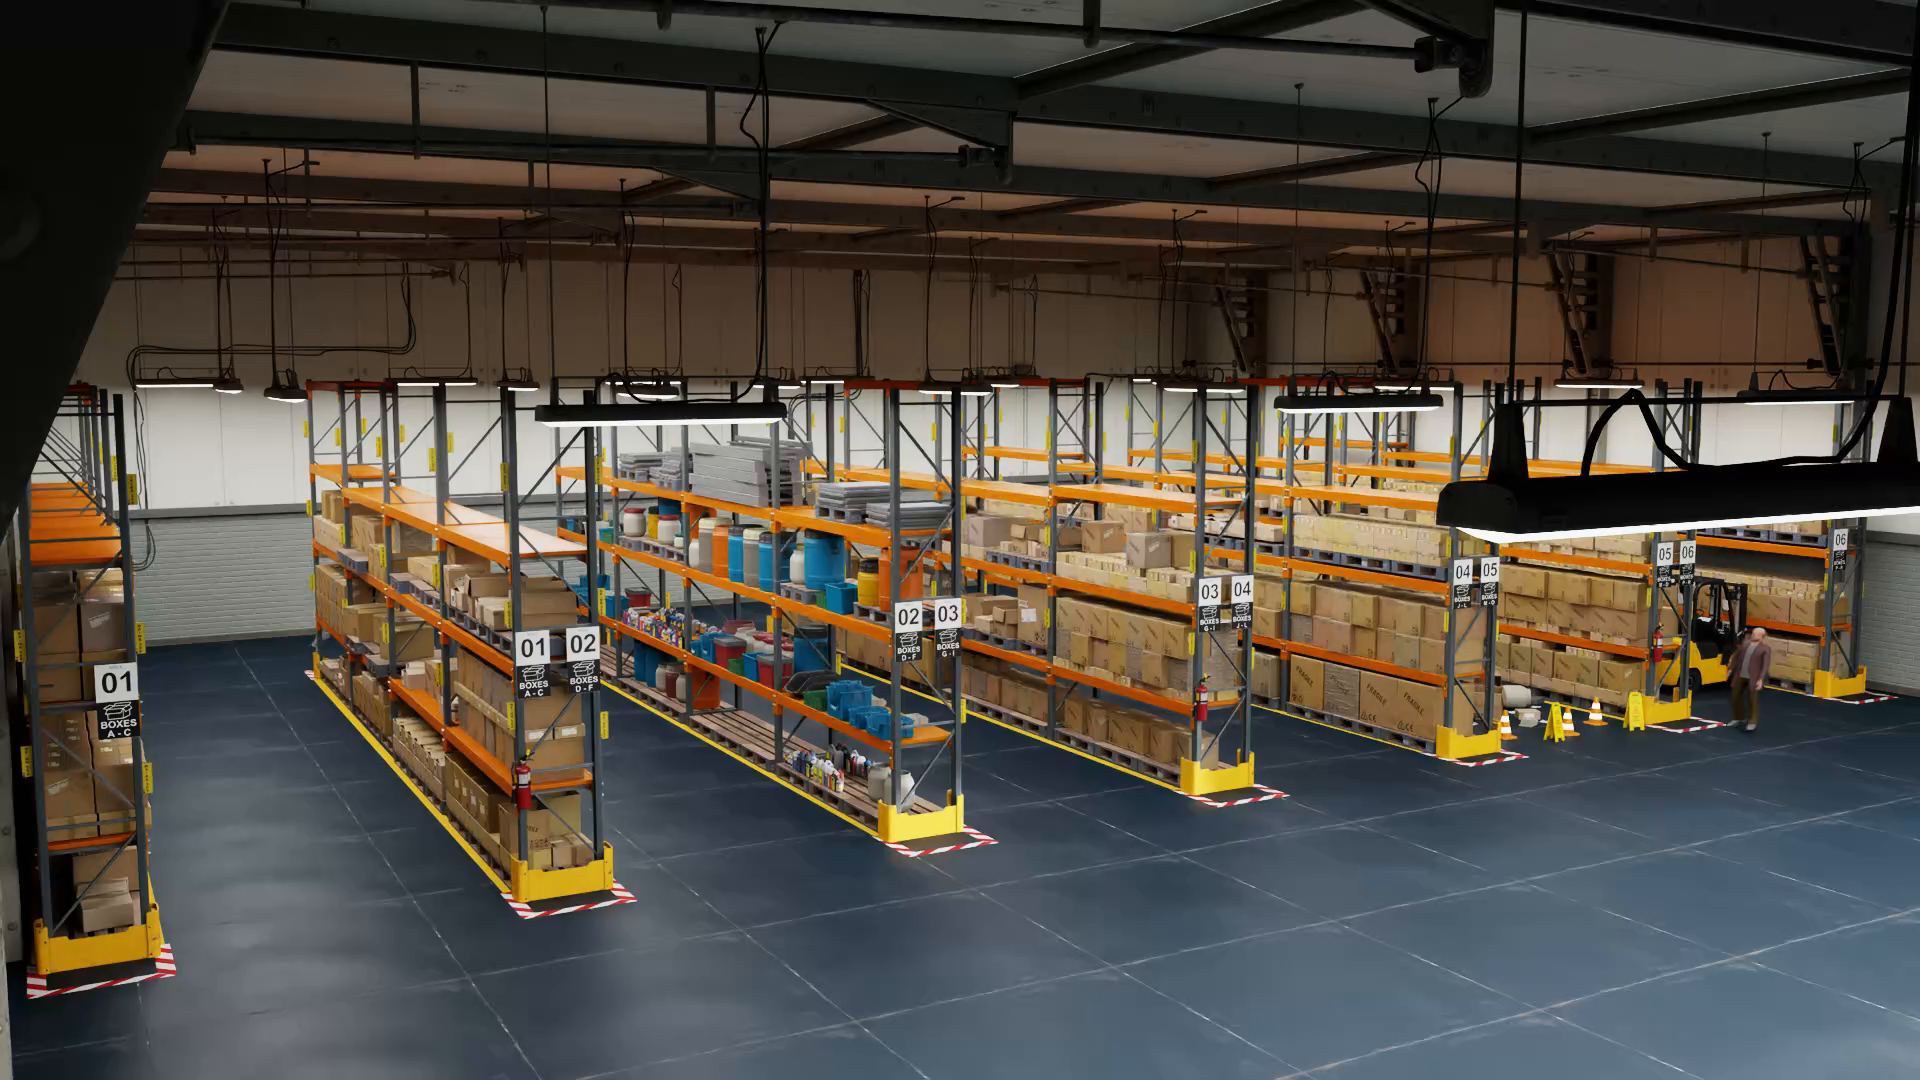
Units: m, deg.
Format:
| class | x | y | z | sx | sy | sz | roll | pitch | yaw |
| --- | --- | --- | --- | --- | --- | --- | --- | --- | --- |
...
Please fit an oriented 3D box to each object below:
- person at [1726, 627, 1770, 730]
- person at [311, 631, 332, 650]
| class | x | y | z | sx | sy | sz | roll | pitch | yaw |
| --- | --- | --- | --- | --- | --- | --- | --- | --- | --- |
| person | 13.626 | 2.402 | 28.827 | 0.473 | 1.802 | 0.691 | -5 | 8 | -42 |
| person | -13.677 | 1.632 | 36.422 | 0.943 | 1.629 | 0.491 | -1 | 6 | -10 |
